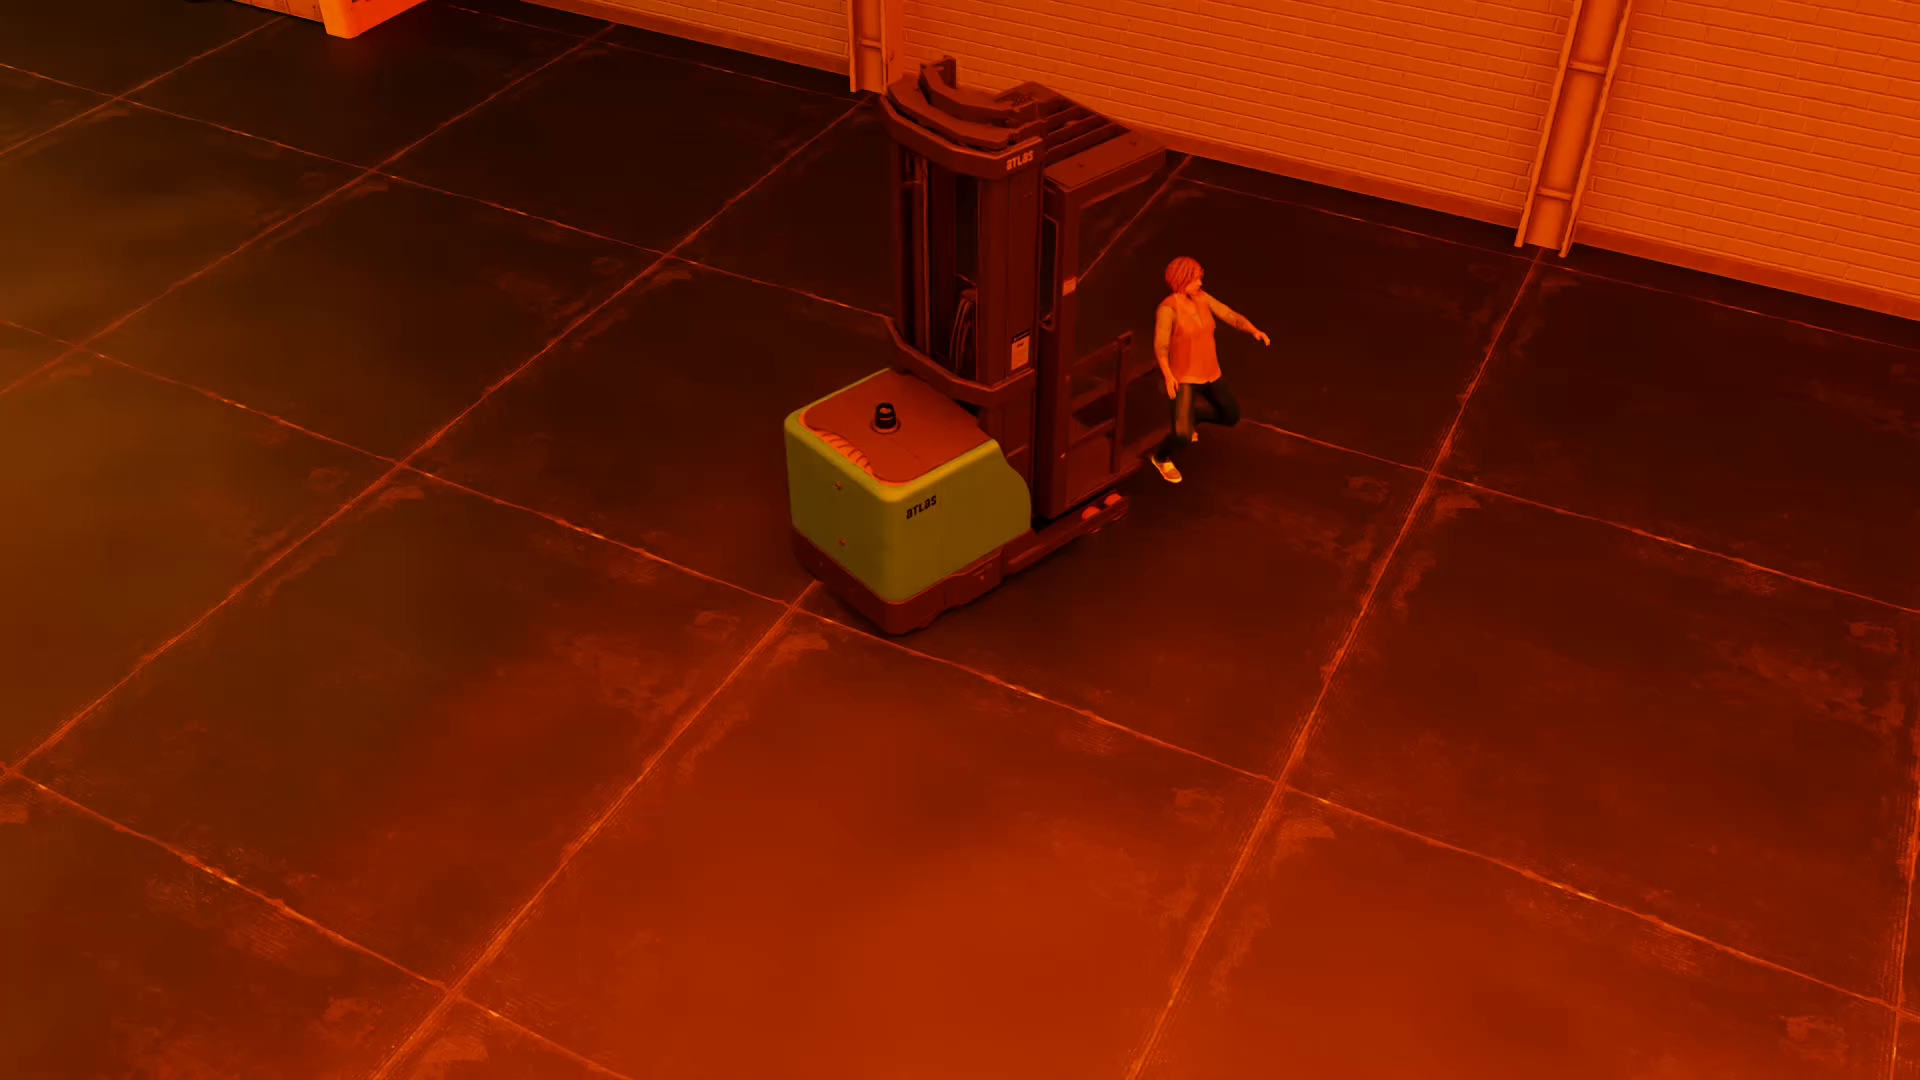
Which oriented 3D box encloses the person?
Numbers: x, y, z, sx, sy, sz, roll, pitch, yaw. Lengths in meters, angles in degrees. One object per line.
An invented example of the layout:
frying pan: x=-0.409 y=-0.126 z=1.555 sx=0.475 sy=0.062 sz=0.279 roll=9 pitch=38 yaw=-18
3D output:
person: x=1.395 y=-0.959 z=10.163 sx=0.768 sy=1.367 sz=0.738 roll=-28 pitch=48 yaw=-29

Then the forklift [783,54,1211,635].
forklift: x=0.422 y=-1.391 z=9.638 sx=3.031 sy=2.935 sz=1.130 roll=-29 pitch=48 yaw=-30
